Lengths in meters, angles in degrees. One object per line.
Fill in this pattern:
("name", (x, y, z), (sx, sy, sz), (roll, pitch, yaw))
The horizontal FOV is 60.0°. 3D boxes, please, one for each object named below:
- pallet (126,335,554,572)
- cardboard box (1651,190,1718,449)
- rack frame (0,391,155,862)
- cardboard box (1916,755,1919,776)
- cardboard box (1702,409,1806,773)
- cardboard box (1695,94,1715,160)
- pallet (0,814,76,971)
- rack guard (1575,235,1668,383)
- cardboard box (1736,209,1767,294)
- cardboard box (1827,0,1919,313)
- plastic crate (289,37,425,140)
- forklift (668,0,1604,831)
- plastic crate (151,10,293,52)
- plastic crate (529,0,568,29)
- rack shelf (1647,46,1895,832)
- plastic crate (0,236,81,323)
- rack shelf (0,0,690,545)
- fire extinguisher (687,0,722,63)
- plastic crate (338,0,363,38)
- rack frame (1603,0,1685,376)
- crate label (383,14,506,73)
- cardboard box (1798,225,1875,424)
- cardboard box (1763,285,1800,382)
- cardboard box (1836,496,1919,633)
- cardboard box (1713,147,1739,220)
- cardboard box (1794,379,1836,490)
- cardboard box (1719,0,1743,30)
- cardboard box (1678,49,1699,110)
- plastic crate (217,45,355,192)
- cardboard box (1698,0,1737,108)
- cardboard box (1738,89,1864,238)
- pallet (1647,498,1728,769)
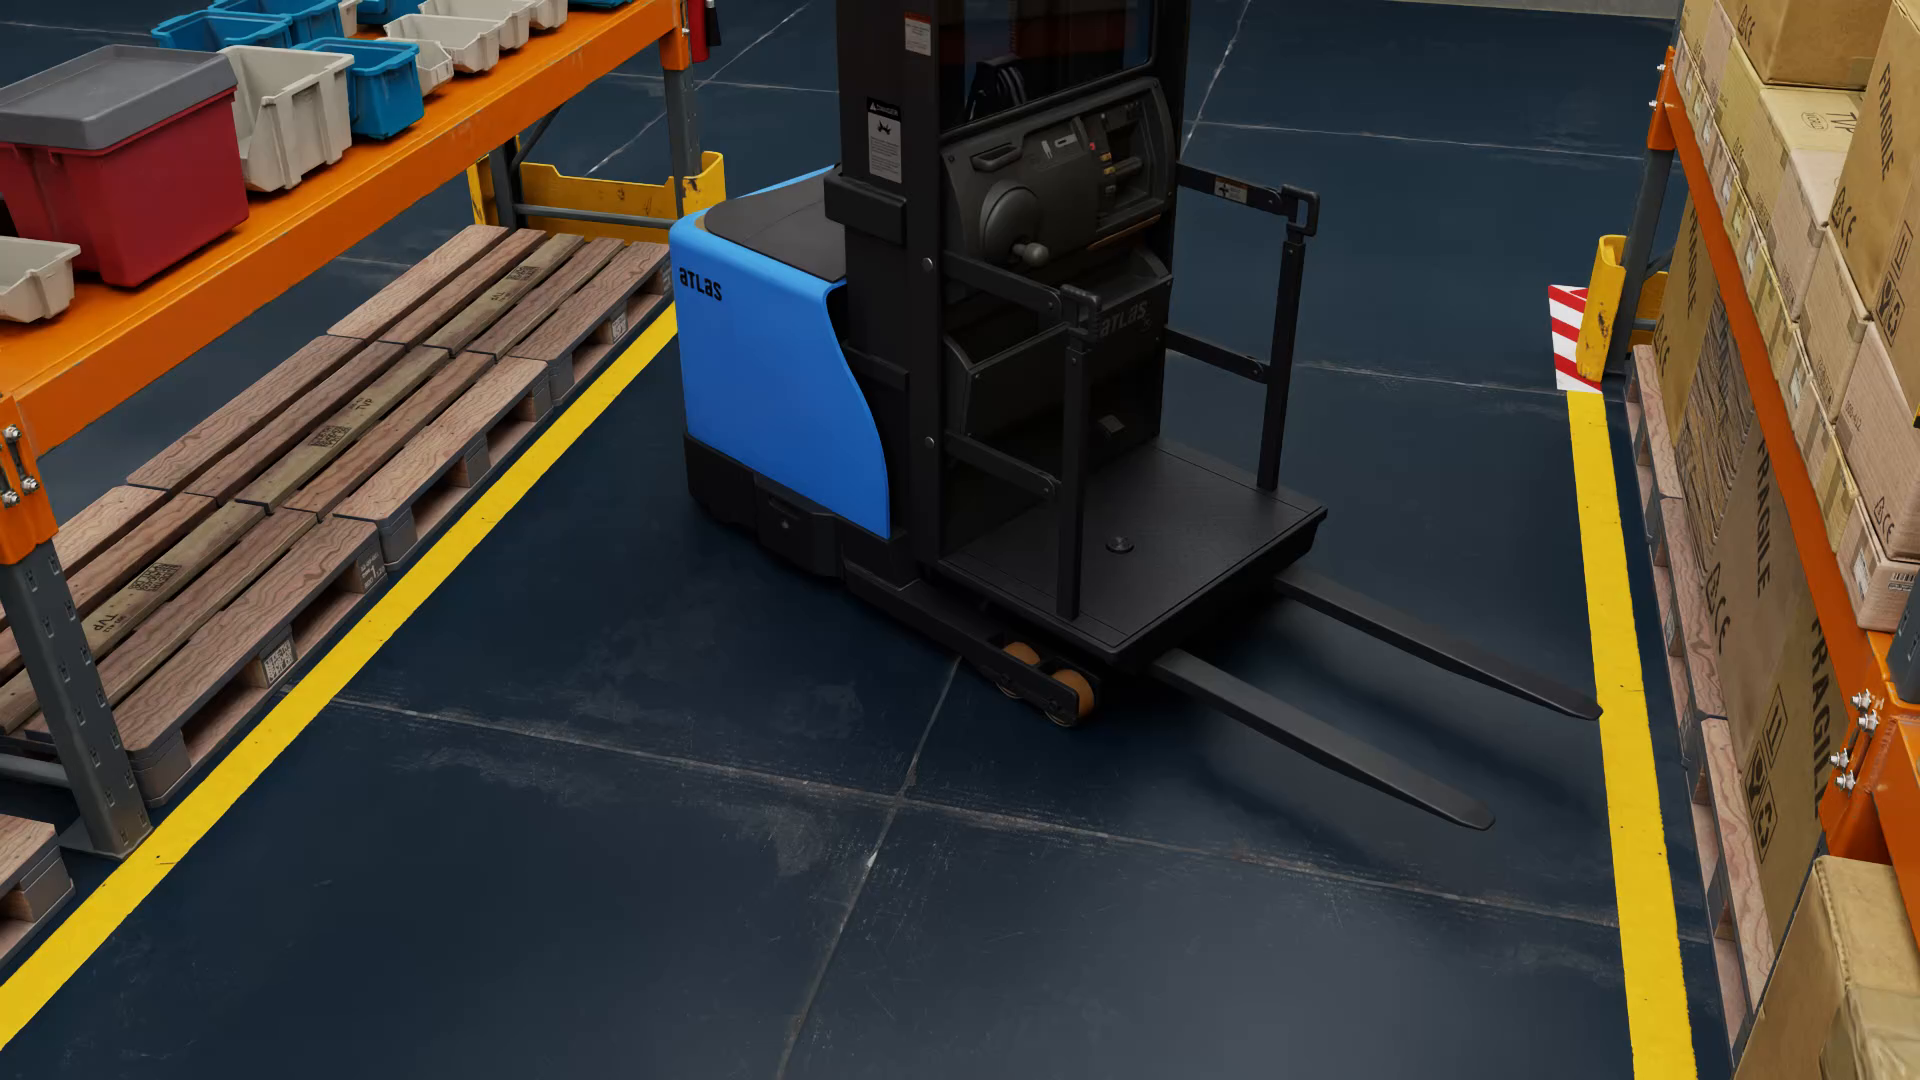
("pallet", (-2.225, -0.357, 6.115), (1.003, 0.211, 1.213), (8, 33, 12))
("cardboard box", (3.039, -0.851, 5.882), (0.875, 0.875, 0.875), (8, 33, 12))
("rack frame", (-2.682, -0.512, 3.760), (1.000, 3.000, 0.127), (8, 33, 12))
("cardboard box", (1.750, 0.325, 2.350), (0.500, 0.500, 0.500), (8, 33, 13))
("cardboard box", (2.582, 0.083, 4.413), (0.875, 0.875, 0.875), (8, 33, 12))
("cardboard box", (2.521, -1.267, 5.180), (0.380, 0.149, 0.250), (8, 33, 12))
("pallet", (-2.918, 1.059, 3.887), (1.003, 0.211, 1.213), (8, 33, 12))
("rack guard", (3.130, -0.871, 6.654), (1.175, 0.500, 0.348), (8, 33, 12))
("cardboard box", (2.261, -0.734, 4.342), (0.380, 0.149, 0.250), (9, 33, 13))
("cardboard box", (2.098, -0.751, 3.299), (0.500, 0.500, 0.500), (8, 33, 13))
("plastic crate", (-1.940, -1.442, 5.322), (0.416, 0.233, 0.300), (8, 33, 12))
("forklift", (0.453, -1.007, 4.601), (3.031, 2.935, 1.130), (27, 41, 35))
("plastic crate", (-2.458, -1.620, 5.603), (0.416, 0.233, 0.300), (8, 33, 12))
("plastic crate", (-1.699, -2.054, 6.375), (0.396, 0.136, 0.243), (8, 33, 12))
("rack shelf", (2.616, -0.572, 4.525), (1.077, 0.370, 4.000), (8, 33, 12))
("plastic crate", (-2.426, -0.648, 4.164), (0.396, 0.136, 0.243), (8, 33, 12))
("rack shelf", (-2.175, -1.246, 5.585), (1.077, 0.370, 4.000), (8, 33, 12))
("fire extinguisher", (-1.189, -2.414, 7.171), (0.296, 0.674, 0.183), (8, 33, 12))
("plastic crate", (-2.382, -1.911, 6.151), (0.250, 0.136, 0.298), (8, 33, 12))
("rack frame", (3.124, -1.914, 5.964), (1.000, 3.000, 0.127), (8, 33, 12))
("crate label", (-1.833, -1.758, 5.909), (0.396, 0.136, 0.243), (8, 33, 12))
("cardboard box", (2.096, -0.434, 3.499), (0.500, 0.250, 0.500), (9, 34, 14))
("cardboard box", (2.130, -0.469, 3.926), (0.380, 0.149, 0.250), (9, 33, 13))
("cardboard box", (1.869, 0.065, 3.085), (0.380, 0.149, 0.250), (8, 33, 13))
("cardboard box", (2.391, -1.001, 4.762), (0.380, 0.149, 0.250), (8, 33, 12))
("cardboard box", (2.000, -0.201, 3.505), (0.380, 0.149, 0.250), (7, 33, 12))
("cardboard box", (2.614, -1.820, 4.981), (0.500, 0.500, 0.500), (7, 33, 11))
("cardboard box", (2.651, -1.535, 5.603), (0.380, 0.149, 0.250), (8, 33, 12))
("plastic crate", (-2.116, -1.255, 4.982), (0.437, 0.282, 0.530), (8, 33, 12))
("cardboard box", (2.615, -1.493, 5.165), (0.500, 0.250, 0.500), (8, 33, 12))
("cardboard box", (2.357, -0.961, 4.328), (0.500, 0.250, 0.500), (7, 33, 11))
("pallet", (2.685, 0.320, 5.050), (1.003, 0.211, 1.213), (8, 33, 12))
